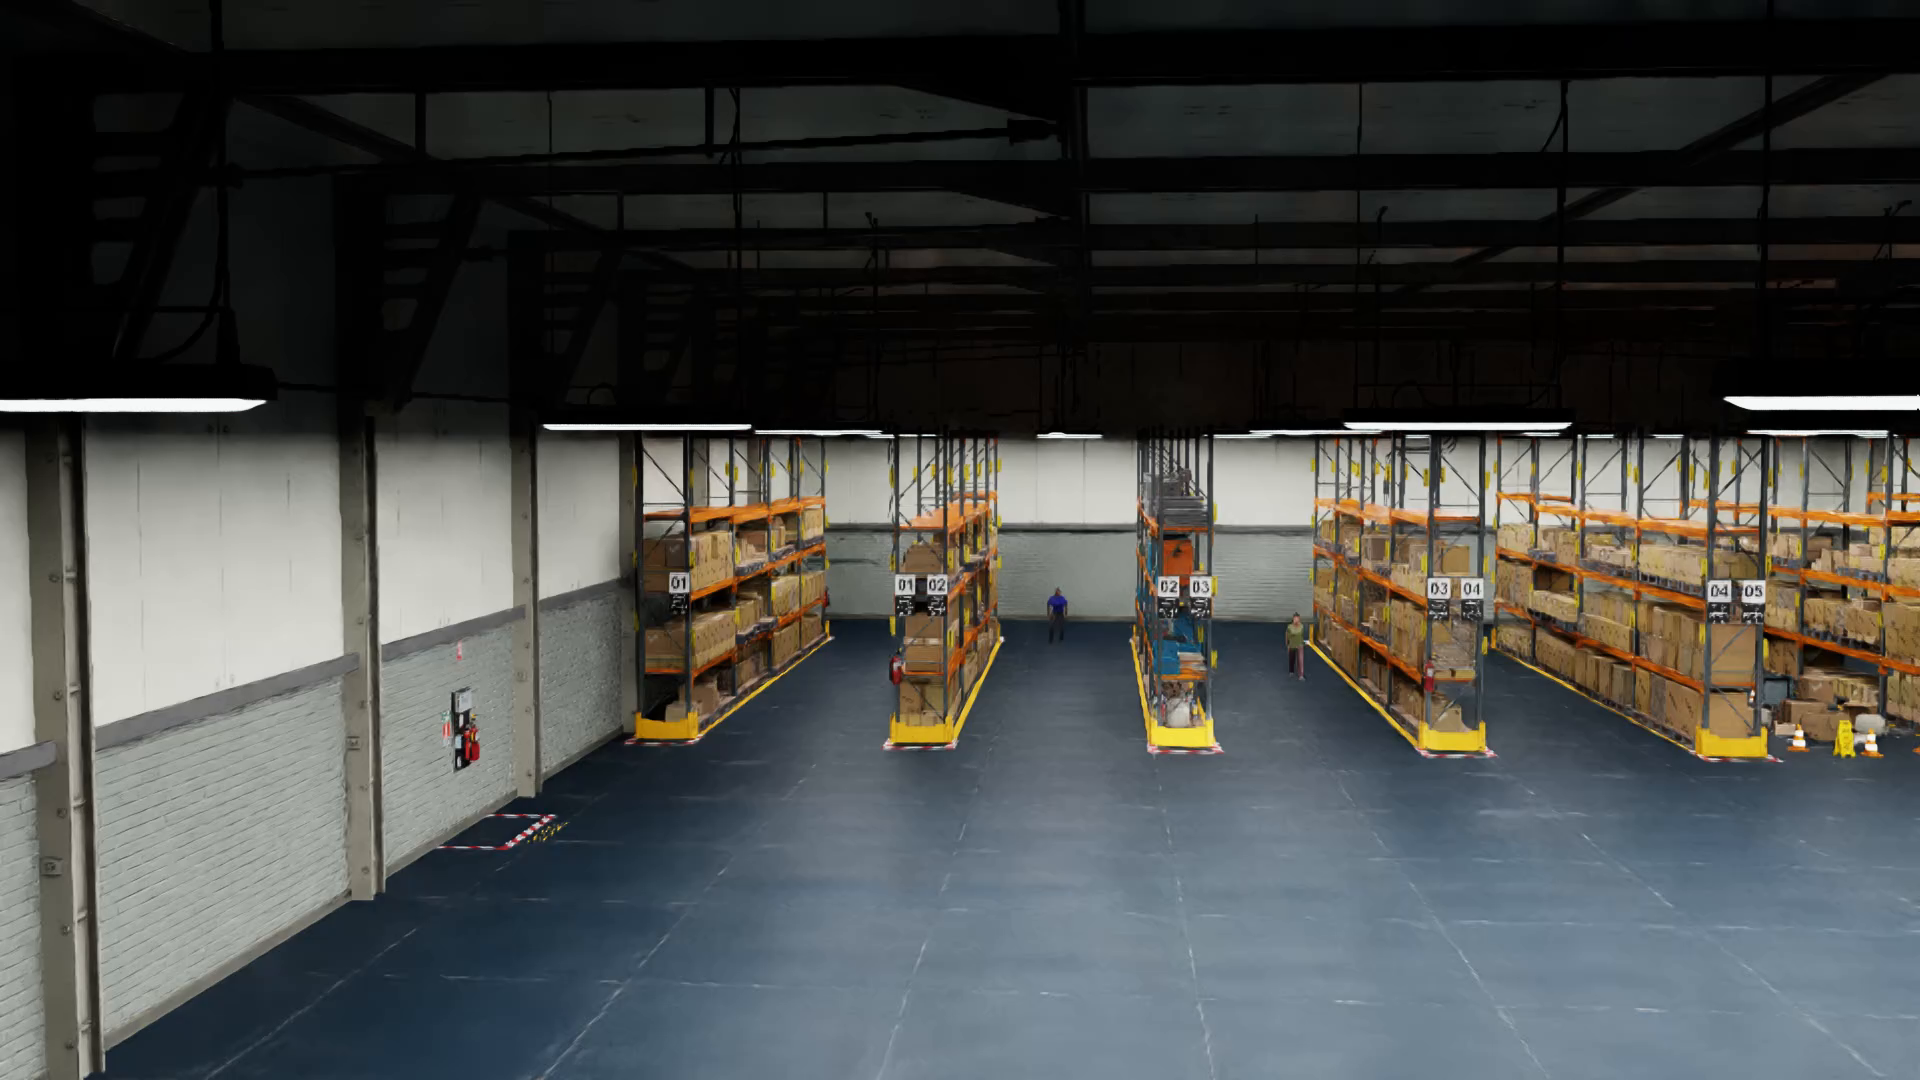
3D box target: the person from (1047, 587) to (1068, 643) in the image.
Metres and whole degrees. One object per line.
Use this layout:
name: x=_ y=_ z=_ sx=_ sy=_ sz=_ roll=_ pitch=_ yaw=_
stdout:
person: x=2.740 y=2.115 z=46.847 sx=0.592 sy=1.604 sz=0.513 roll=0 pitch=3 yaw=3

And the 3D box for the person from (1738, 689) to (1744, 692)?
person: x=16.758 y=2.708 z=36.057 sx=0.542 sy=1.667 sz=0.572 roll=2 pitch=4 yaw=35

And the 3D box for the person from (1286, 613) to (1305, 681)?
person: x=8.001 y=2.526 z=39.698 sx=0.448 sy=1.590 sz=1.110 roll=0 pitch=3 yaw=7
